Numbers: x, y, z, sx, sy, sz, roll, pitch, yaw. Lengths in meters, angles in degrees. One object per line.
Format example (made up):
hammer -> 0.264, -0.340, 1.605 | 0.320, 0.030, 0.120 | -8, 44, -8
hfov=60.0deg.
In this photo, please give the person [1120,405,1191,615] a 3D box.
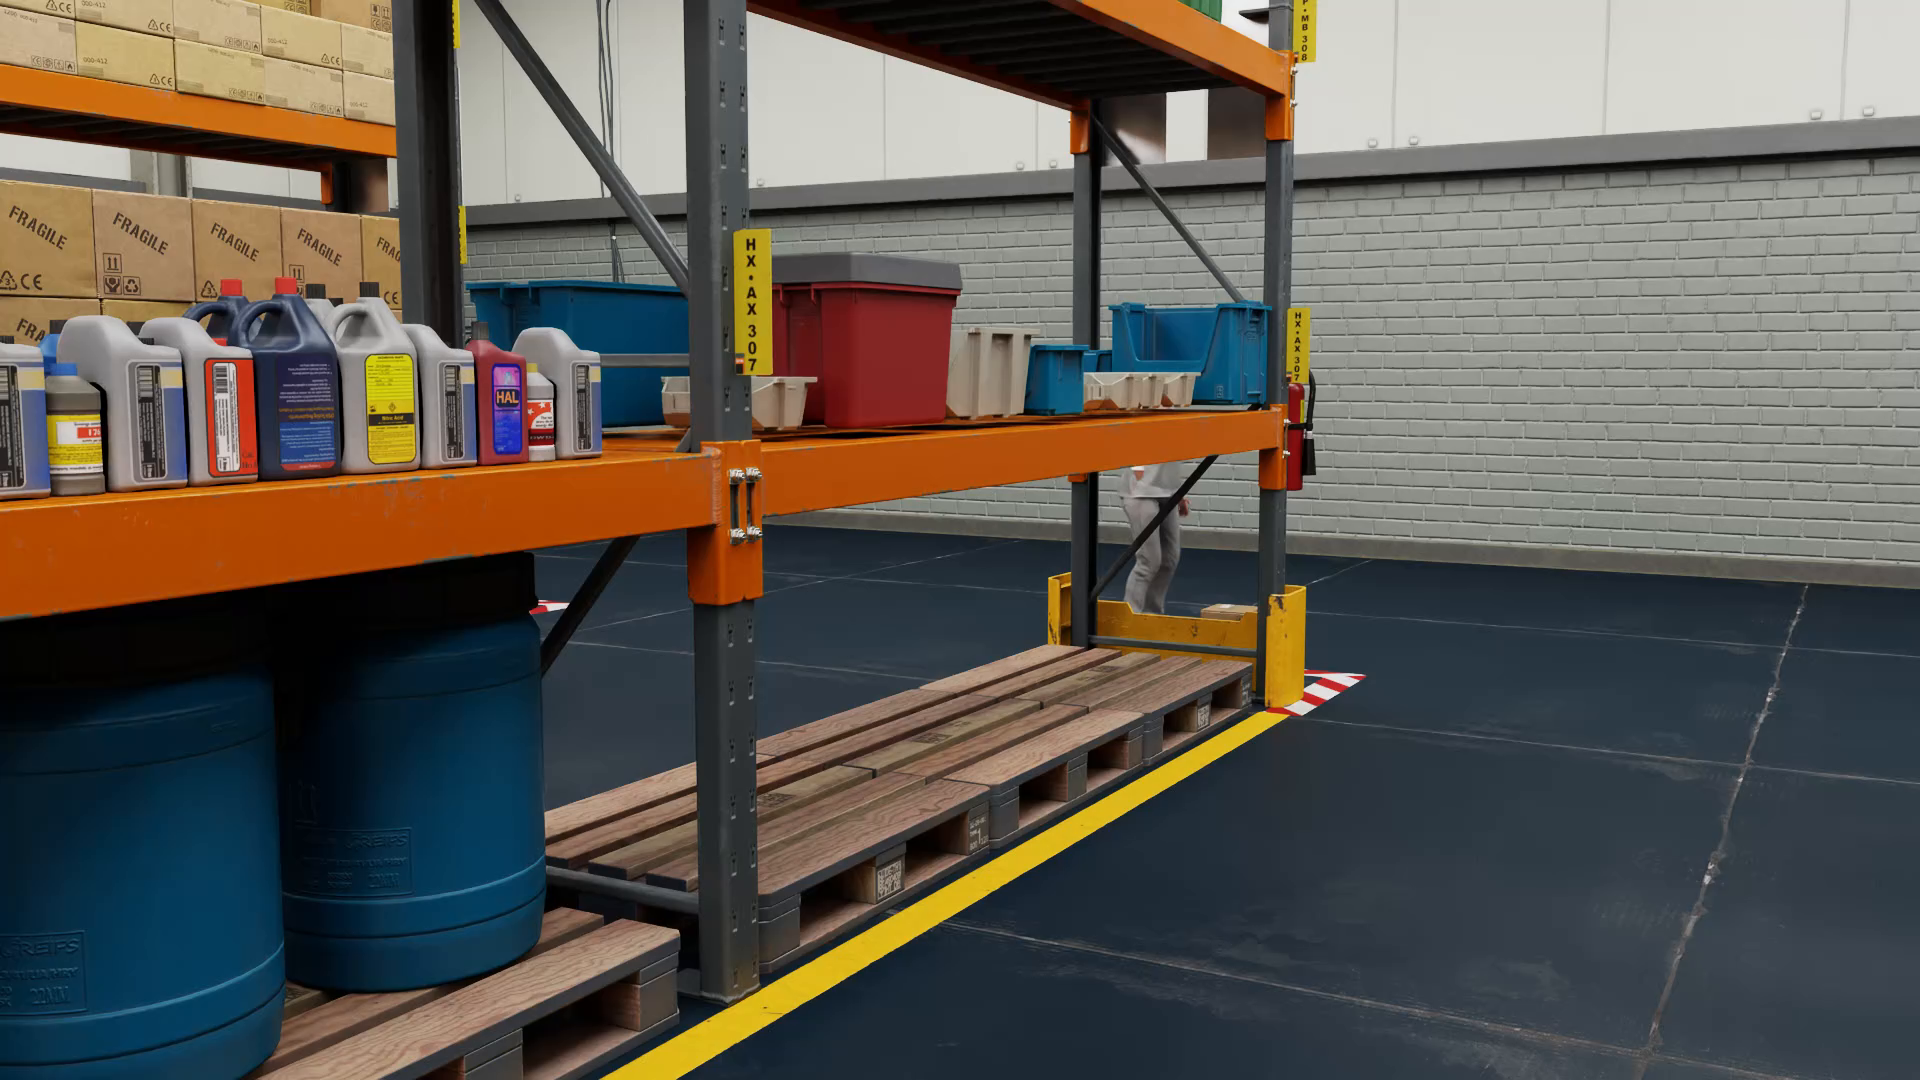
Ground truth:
person -> 1.024, -0.206, 8.785 | 0.298, 1.574, 0.410 | 4, 7, 36
